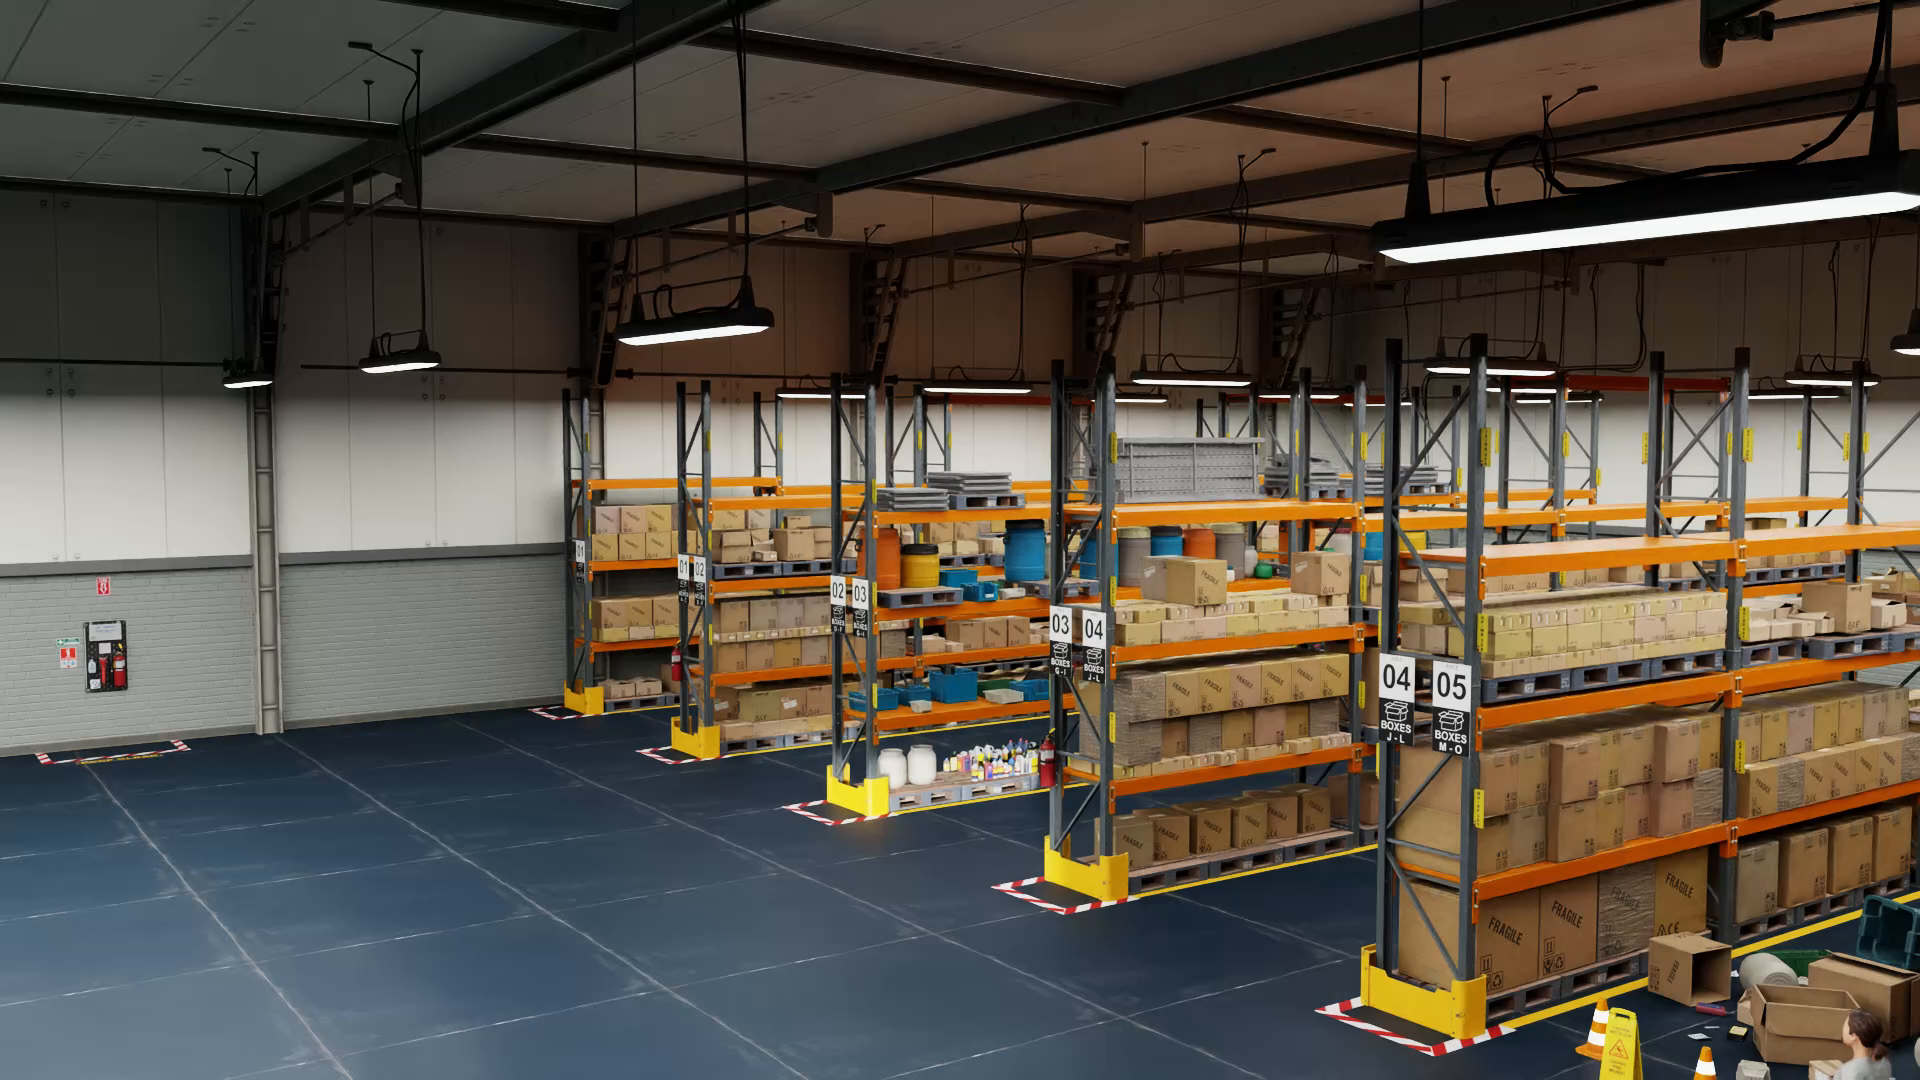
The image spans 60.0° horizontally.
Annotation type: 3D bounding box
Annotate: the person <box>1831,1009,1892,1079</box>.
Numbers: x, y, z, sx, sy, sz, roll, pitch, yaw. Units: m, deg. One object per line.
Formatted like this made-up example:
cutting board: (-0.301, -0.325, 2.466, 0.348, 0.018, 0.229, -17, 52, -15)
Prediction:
person: (5.538, 3.689, 10.147, 0.445, 1.627, 1.002, -2, 4, -33)
